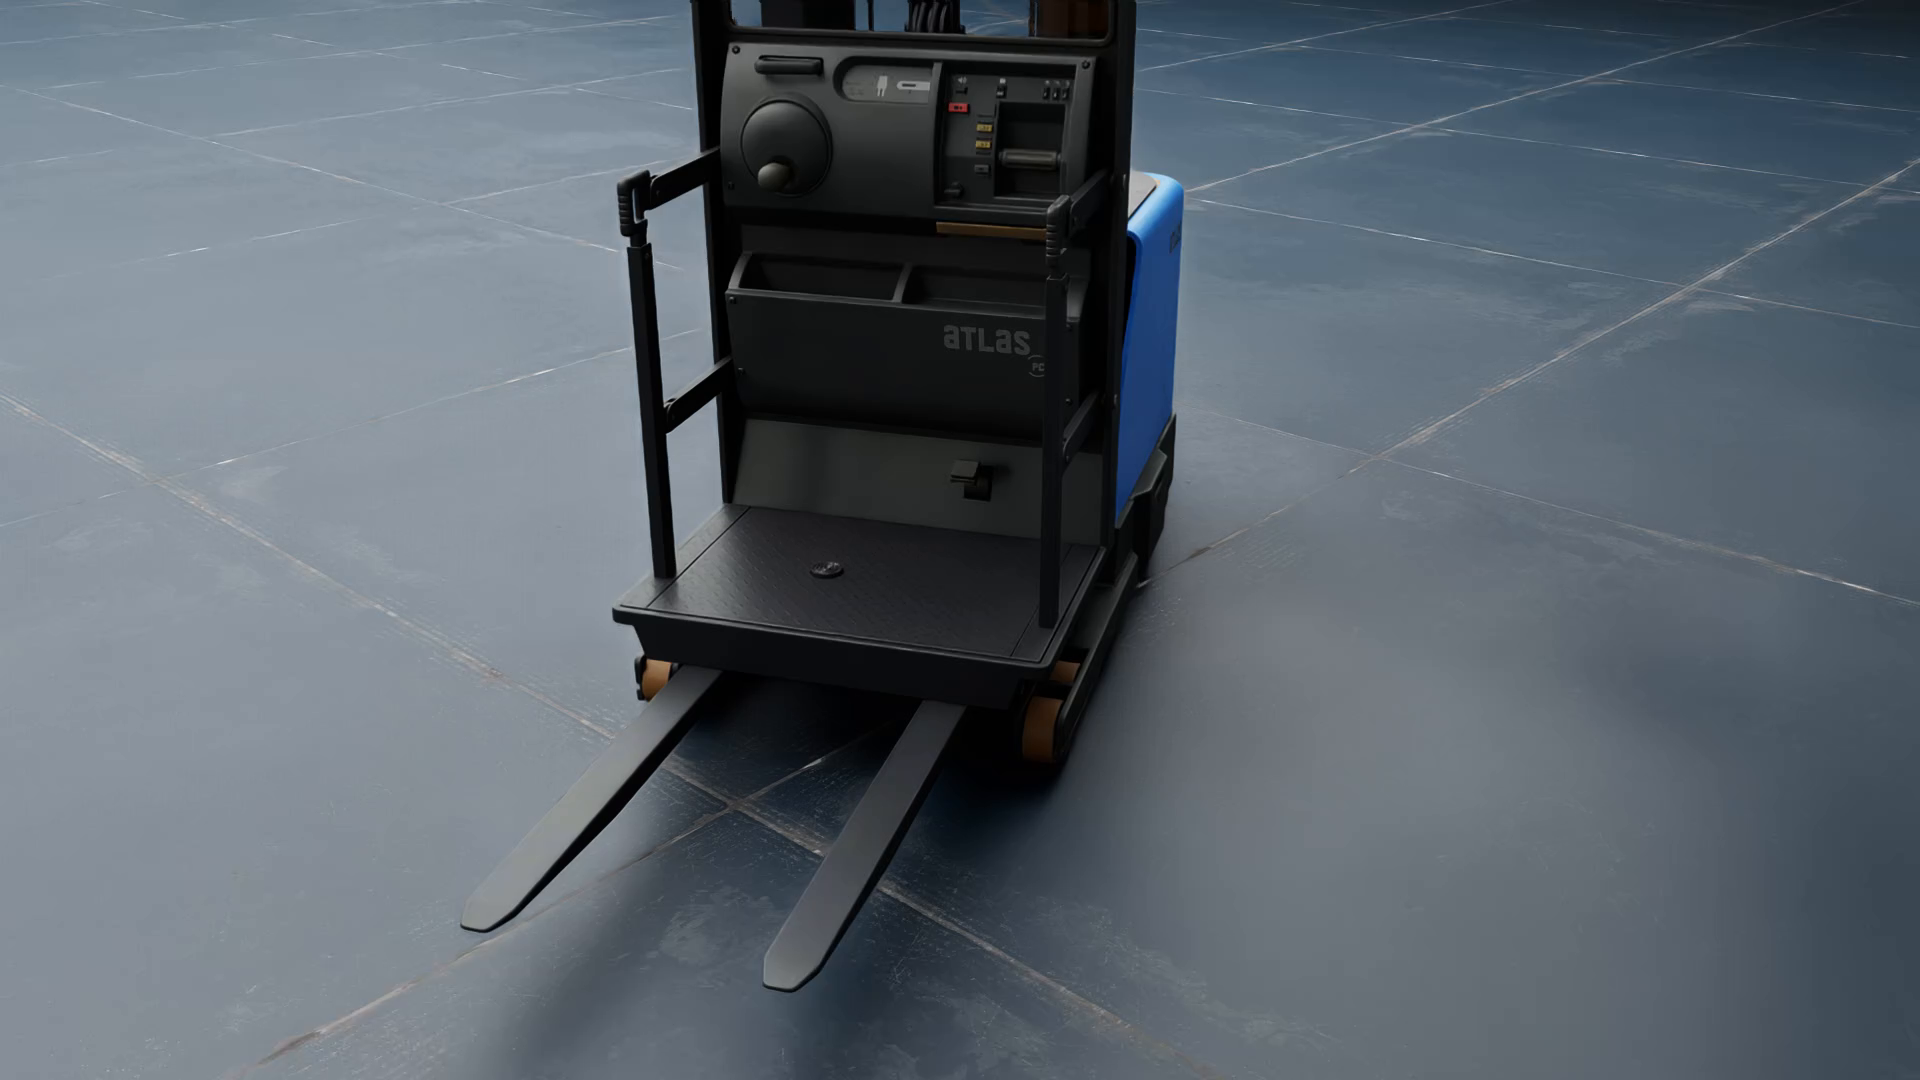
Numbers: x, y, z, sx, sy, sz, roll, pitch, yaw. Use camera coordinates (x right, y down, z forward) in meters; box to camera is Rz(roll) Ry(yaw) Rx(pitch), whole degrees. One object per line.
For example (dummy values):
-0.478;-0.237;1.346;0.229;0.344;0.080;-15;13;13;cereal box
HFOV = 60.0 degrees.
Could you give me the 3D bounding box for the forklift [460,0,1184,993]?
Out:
-0.193;-0.971;3.834;1.130;2.935;3.031;7;25;15;forklift
